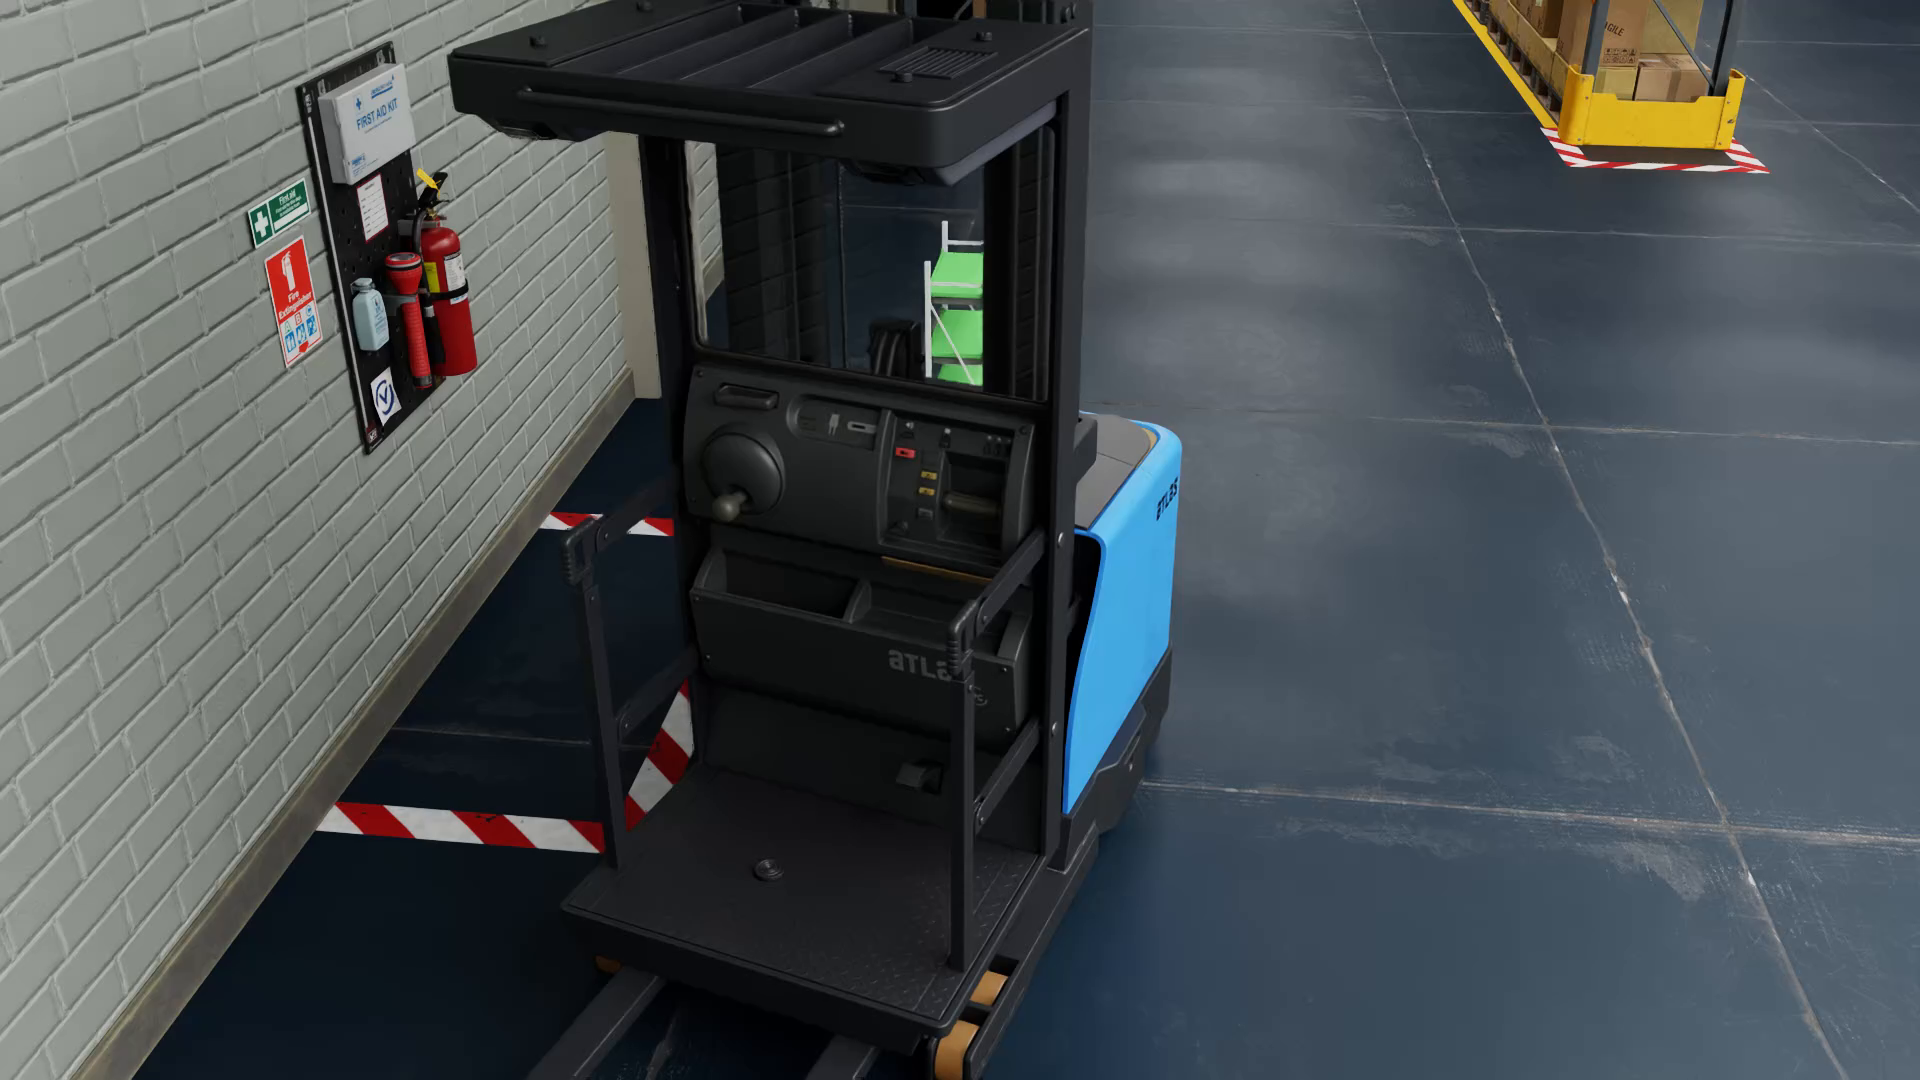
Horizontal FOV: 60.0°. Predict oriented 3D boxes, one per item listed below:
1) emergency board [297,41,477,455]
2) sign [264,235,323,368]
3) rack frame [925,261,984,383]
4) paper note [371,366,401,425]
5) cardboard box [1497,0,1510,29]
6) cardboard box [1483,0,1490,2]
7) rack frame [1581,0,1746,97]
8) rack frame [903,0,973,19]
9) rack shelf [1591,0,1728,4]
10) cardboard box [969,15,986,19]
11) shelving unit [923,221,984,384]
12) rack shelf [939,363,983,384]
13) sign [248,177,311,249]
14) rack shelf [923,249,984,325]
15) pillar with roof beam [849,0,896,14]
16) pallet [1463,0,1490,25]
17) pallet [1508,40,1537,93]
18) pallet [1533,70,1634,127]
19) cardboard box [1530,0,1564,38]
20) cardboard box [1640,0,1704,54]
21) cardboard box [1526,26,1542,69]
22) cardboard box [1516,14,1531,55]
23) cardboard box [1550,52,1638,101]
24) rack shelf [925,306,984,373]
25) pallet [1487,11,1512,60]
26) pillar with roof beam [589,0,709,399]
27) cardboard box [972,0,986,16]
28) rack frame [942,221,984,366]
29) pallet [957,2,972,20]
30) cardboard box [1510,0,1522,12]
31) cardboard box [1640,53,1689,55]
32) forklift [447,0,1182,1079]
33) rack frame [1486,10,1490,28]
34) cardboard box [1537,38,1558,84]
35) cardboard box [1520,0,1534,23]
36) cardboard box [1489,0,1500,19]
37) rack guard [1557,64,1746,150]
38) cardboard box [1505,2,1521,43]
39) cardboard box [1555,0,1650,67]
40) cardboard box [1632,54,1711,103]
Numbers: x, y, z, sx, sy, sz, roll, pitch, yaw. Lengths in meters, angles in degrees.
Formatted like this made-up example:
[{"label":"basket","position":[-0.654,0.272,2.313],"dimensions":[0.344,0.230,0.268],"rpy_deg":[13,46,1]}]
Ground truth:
[{"label":"emergency board","position":[-1.766,-0.934,5.320],"dimensions":[0.194,1.169,0.643],"rpy_deg":[3,28,6]},{"label":"sign","position":[-1.937,-0.695,4.840],"dimensions":[0.001,0.329,0.234],"rpy_deg":[3,28,6]},{"label":"rack frame","position":[-0.010,-0.491,6.397],"dimensions":[0.240,1.200,0.015],"rpy_deg":[3,28,6]},{"label":"paper note","position":[-1.857,-0.466,5.382],"dimensions":[0.016,0.148,0.142],"rpy_deg":[3,28,6]},{"label":"cardboard box","position":[5.065,-4.675,14.720],"dimensions":[0.500,0.250,0.500],"rpy_deg":[3,28,6]},{"label":"cardboard box","position":[5.252,-5.322,15.923],"dimensions":[0.500,0.250,0.500],"rpy_deg":[3,28,6]},{"label":"rack frame","position":[4.999,-4.253,11.482],"dimensions":[1.000,3.000,0.127],"rpy_deg":[3,28,6]},{"label":"rack frame","position":[0.082,-4.539,12.013],"dimensions":[1.000,3.000,0.127],"rpy_deg":[3,28,6]},{"label":"rack shelf","position":[5.244,-4.878,13.400],"dimensions":[1.077,0.370,4.000],"rpy_deg":[3,28,6]},{"label":"cardboard box","position":[0.326,-4.138,13.639],"dimensions":[0.500,0.311,0.500],"rpy_deg":[6,29,10]},{"label":"shelving unit","position":[0.020,-0.606,6.610],"dimensions":[0.258,1.200,0.503],"rpy_deg":[3,28,6]},{"label":"rack shelf","position":[0.020,-0.550,6.640],"dimensions":[0.258,0.148,0.480],"rpy_deg":[3,28,6]},{"label":"sign","position":[-1.927,-0.930,4.717],"dimensions":[0.001,0.109,0.331],"rpy_deg":[3,28,6]},{"label":"rack shelf","position":[0.020,-0.972,6.413],"dimensions":[0.258,0.148,0.480],"rpy_deg":[3,28,6]},{"label":"pillar with roof beam","position":[3.582,-7.310,10.831],"dimensions":[9.100,9.000,0.400],"rpy_deg":[3,28,6]},{"label":"pallet","position":[5.541,-5.257,16.286],"dimensions":[1.003,0.211,1.213],"rpy_deg":[3,28,6]},{"label":"pallet","position":[5.203,-3.961,13.879],"dimensions":[1.003,0.211,1.213],"rpy_deg":[3,28,6]},{"label":"pallet","position":[5.051,-3.388,12.816],"dimensions":[1.003,0.211,1.213],"rpy_deg":[3,28,6]},{"label":"cardboard box","position":[4.877,-4.299,13.232],"dimensions":[0.500,0.500,0.500],"rpy_deg":[3,28,6]},{"label":"cardboard box","position":[5.345,-4.033,12.738],"dimensions":[0.500,0.500,0.500],"rpy_deg":[3,28,6]},{"label":"cardboard box","position":[4.880,-3.969,13.410],"dimensions":[0.500,0.250,0.500],"rpy_deg":[3,28,6]},{"label":"cardboard box","position":[4.943,-4.204,13.847],"dimensions":[0.500,0.250,0.500],"rpy_deg":[3,28,6]},{"label":"cardboard box","position":[4.771,-3.497,12.535],"dimensions":[0.500,0.250,0.500],"rpy_deg":[3,28,6]},{"label":"rack shelf","position":[0.020,-0.761,6.527],"dimensions":[0.258,0.148,0.480],"rpy_deg":[3,28,6]},{"label":"pallet","position":[5.350,-4.536,14.948],"dimensions":[1.003,0.211,1.213],"rpy_deg":[3,28,6]},{"label":"pillar with roof beam","position":[2.847,-4.486,5.588],"dimensions":[9.100,9.000,0.400],"rpy_deg":[3,28,6]},{"label":"cardboard box","position":[0.466,-4.564,14.230],"dimensions":[0.700,0.500,0.500],"rpy_deg":[2,28,3]},{"label":"rack frame","position":[0.050,-0.721,6.823],"dimensions":[0.240,1.200,0.015],"rpy_deg":[3,28,6]},{"label":"pallet","position":[0.525,-4.876,15.579],"dimensions":[1.003,0.211,1.213],"rpy_deg":[3,28,6]},{"label":"cardboard box","position":[4.999,-4.770,14.106],"dimensions":[0.500,0.500,0.500],"rpy_deg":[3,28,6]},{"label":"cardboard box","position":[5.343,-3.702,12.916],"dimensions":[0.500,0.250,0.500],"rpy_deg":[3,28,6]},{"label":"forklift","position":[-0.346,-0.143,3.925],"dimensions":[1.130,2.935,3.031],"rpy_deg":[11,30,20]},{"label":"rack frame","position":[5.489,-6.136,14.977],"dimensions":[1.000,3.000,0.127],"rpy_deg":[3,28,6]},{"label":"cardboard box","position":[4.821,-3.733,12.973],"dimensions":[0.500,0.250,0.500],"rpy_deg":[3,28,6]},{"label":"cardboard box","position":[4.940,-4.534,13.669],"dimensions":[0.500,0.500,0.500],"rpy_deg":[3,28,6]},{"label":"cardboard box","position":[5.131,-4.910,15.157],"dimensions":[0.500,0.250,0.500],"rpy_deg":[3,28,6]},{"label":"rack guard","position":[4.996,-3.141,12.054],"dimensions":[1.175,0.500,0.348],"rpy_deg":[3,28,6]},{"label":"cardboard box","position":[4.999,-4.439,14.284],"dimensions":[0.500,0.250,0.500],"rpy_deg":[3,28,6]},{"label":"cardboard box","position":[4.769,-3.827,12.357],"dimensions":[0.500,0.500,0.500],"rpy_deg":[3,28,6]},{"label":"cardboard box","position":[5.285,-3.467,12.479],"dimensions":[0.500,0.250,0.500],"rpy_deg":[3,28,6]}]
